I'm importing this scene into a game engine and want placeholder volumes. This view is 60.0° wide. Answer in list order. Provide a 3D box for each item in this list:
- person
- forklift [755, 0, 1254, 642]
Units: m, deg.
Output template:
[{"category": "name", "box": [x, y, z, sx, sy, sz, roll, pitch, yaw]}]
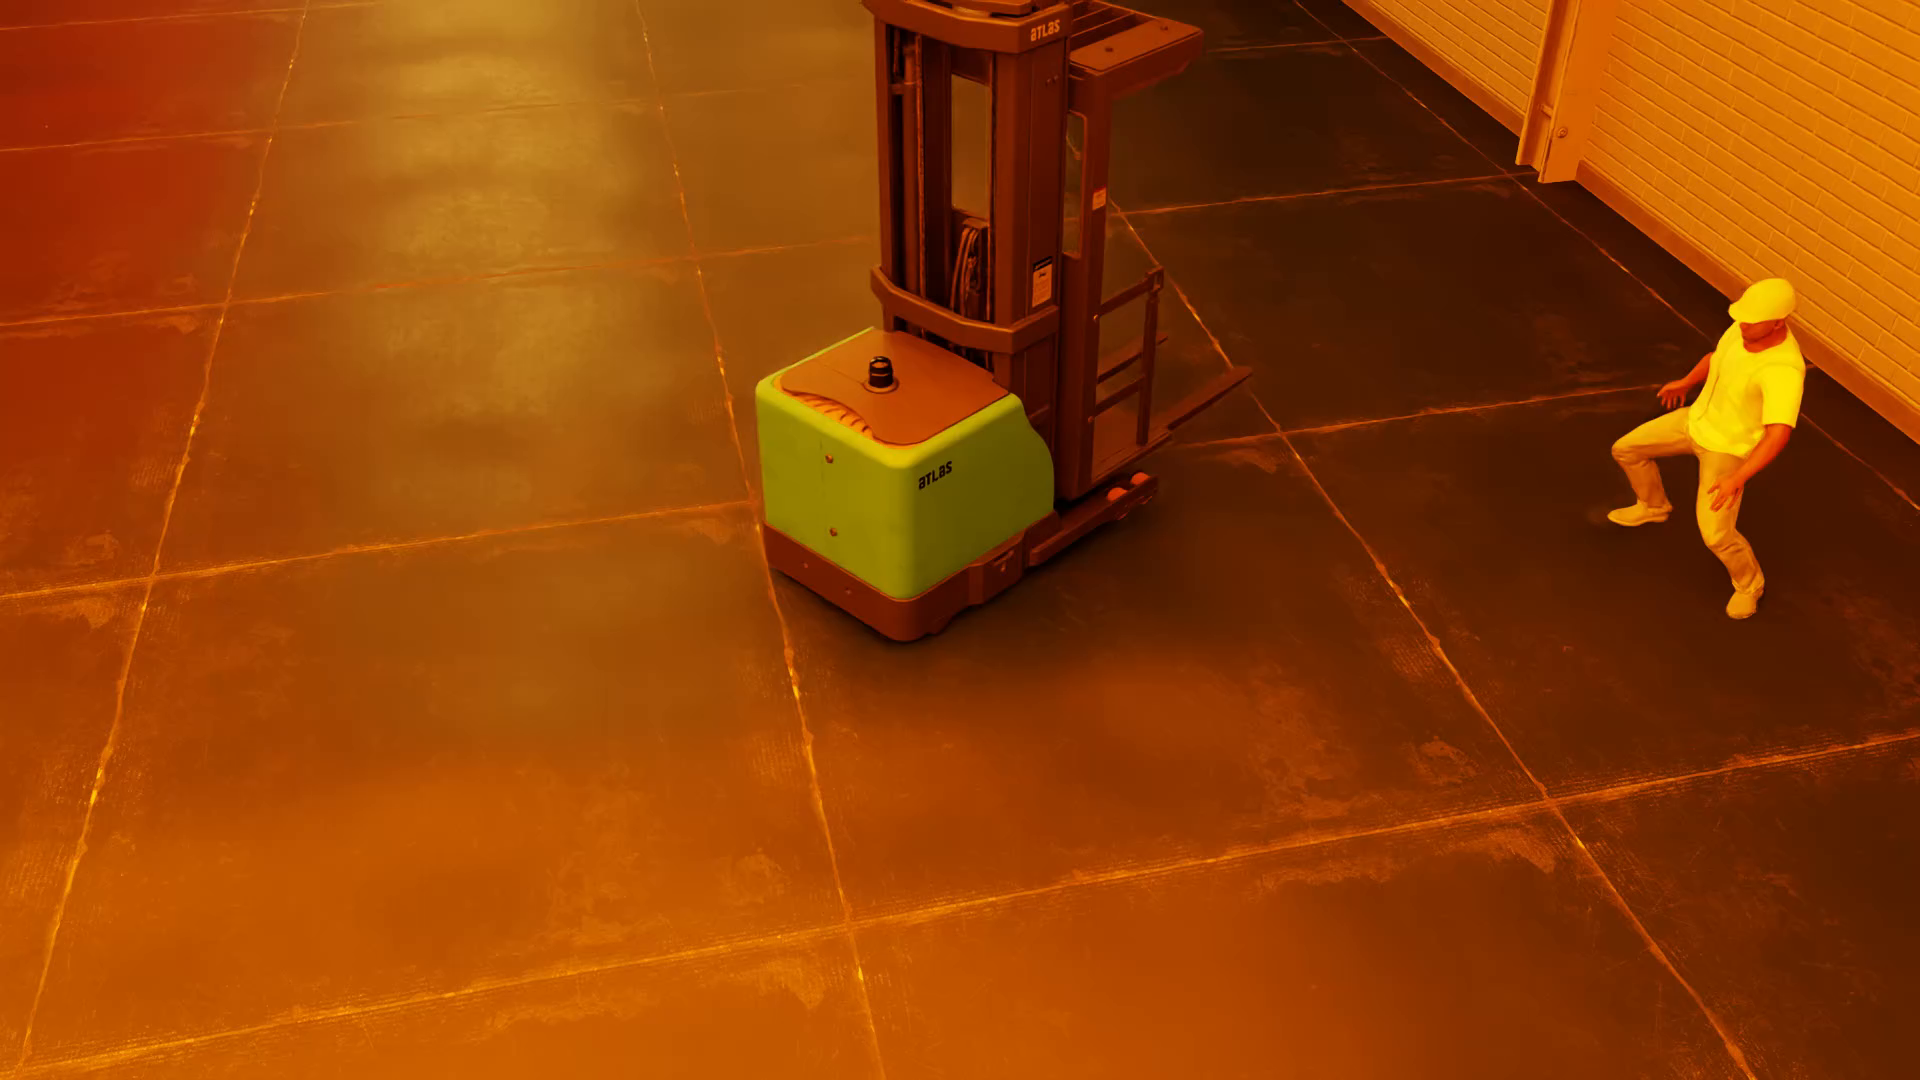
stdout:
[{"category": "person", "box": [3.605, -0.506, 7.886, 0.668, 1.638, 1.016, -1, 36, -1]}, {"category": "forklift", "box": [0.403, -1.482, 8.110, 1.130, 2.935, 3.031, 29, 45, 34]}]
